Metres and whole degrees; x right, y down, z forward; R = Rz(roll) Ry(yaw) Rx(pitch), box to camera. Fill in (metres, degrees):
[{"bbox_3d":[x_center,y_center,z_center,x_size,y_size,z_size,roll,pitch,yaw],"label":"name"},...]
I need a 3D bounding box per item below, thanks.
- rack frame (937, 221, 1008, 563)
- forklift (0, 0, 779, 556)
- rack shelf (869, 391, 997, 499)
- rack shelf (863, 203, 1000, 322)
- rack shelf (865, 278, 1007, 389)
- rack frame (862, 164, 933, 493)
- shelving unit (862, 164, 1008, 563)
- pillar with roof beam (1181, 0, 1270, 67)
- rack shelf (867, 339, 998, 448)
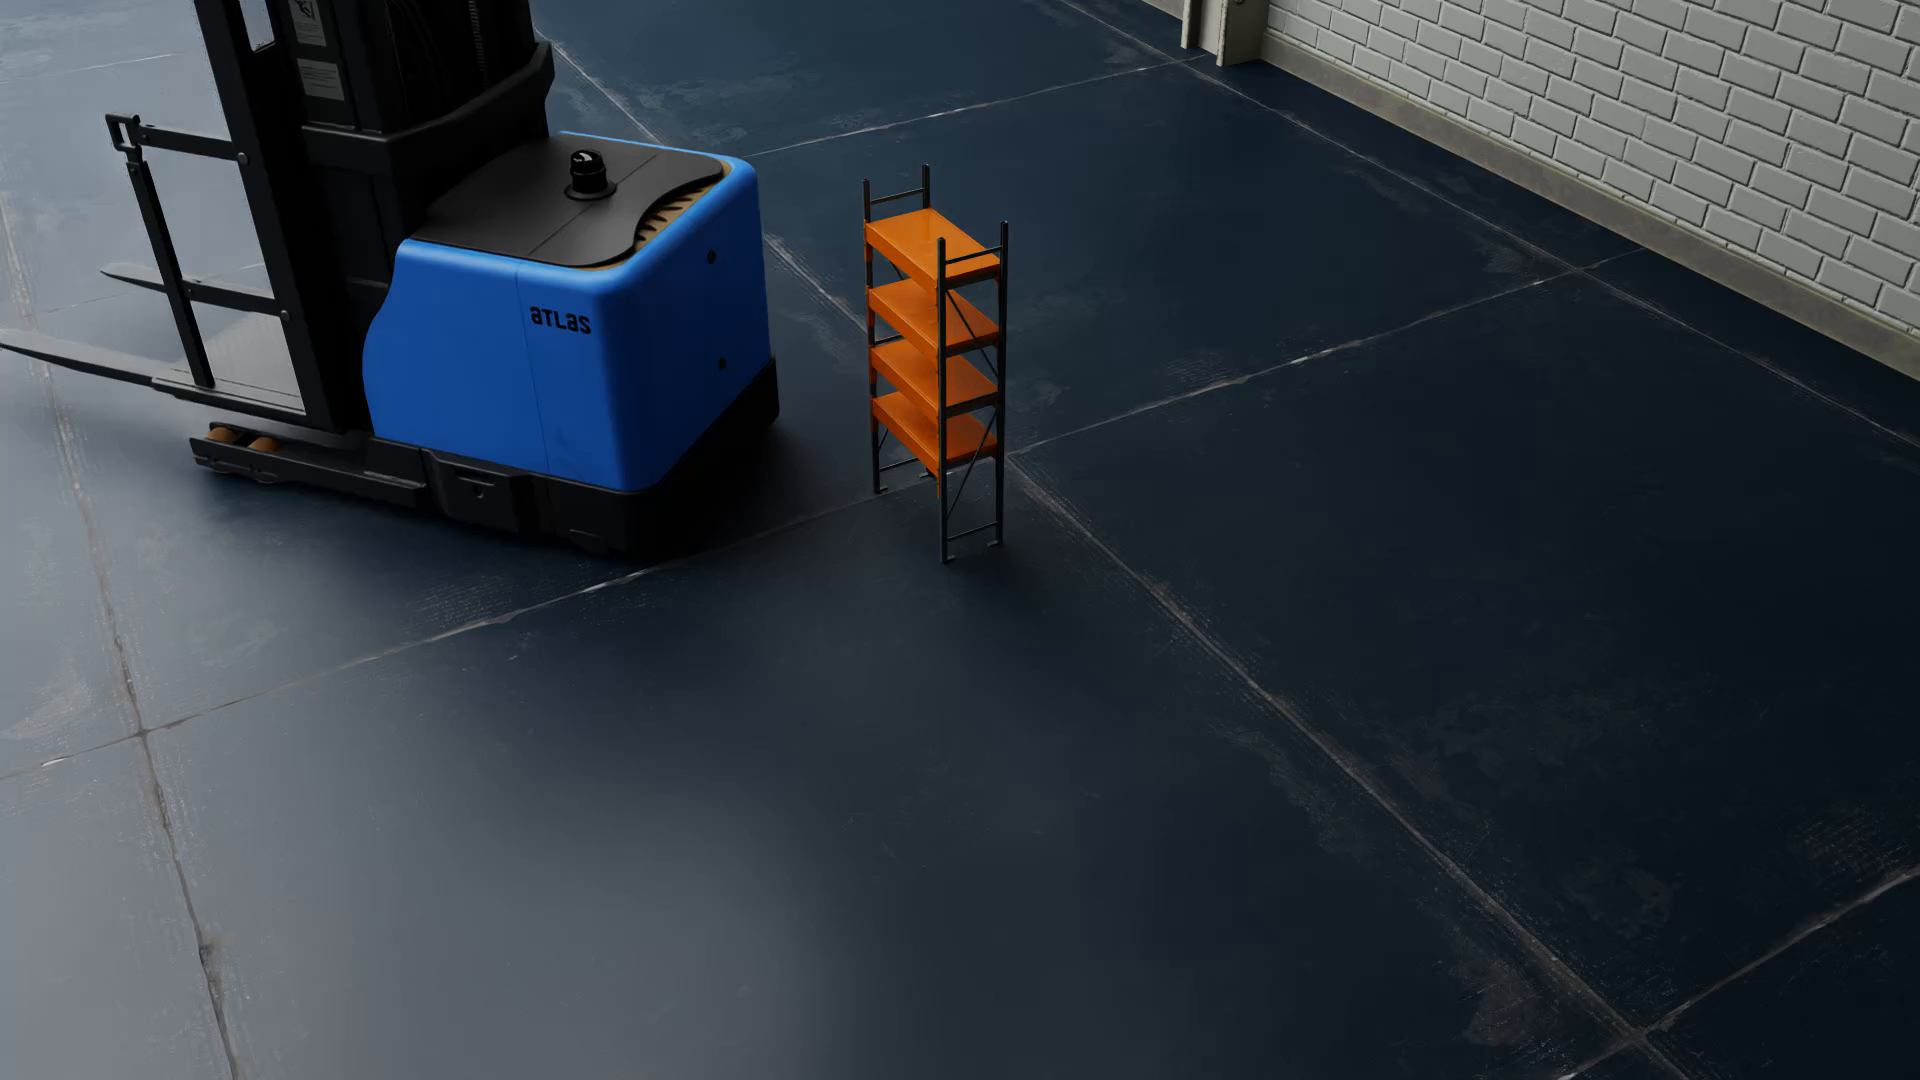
[{"bbox_3d":[0.039,-0.445,5.341,0.240,1.200,0.015,-19,40,-24],"label":"rack frame"},{"bbox_3d":[-2.255,-1.664,5.543,3.031,2.935,1.130,12,38,16],"label":"forklift"},{"bbox_3d":[-0.083,-0.354,5.668,0.258,0.148,0.480,-19,40,-24],"label":"rack shelf"},{"bbox_3d":[-0.083,-0.886,5.280,0.258,0.148,0.480,-19,40,-24],"label":"rack shelf"},{"bbox_3d":[-0.083,-0.695,5.419,0.258,0.148,0.480,-19,40,-24],"label":"rack shelf"},{"bbox_3d":[-0.206,-0.693,5.682,0.240,1.200,0.015,-19,40,-24],"label":"rack frame"},{"bbox_3d":[-0.083,-0.569,5.512,0.258,1.200,0.503,-19,40,-24],"label":"shelving unit"},{"bbox_3d":[-2.206,-5.185,5.219,9.100,9.000,0.400,-19,40,-24],"label":"pillar with roof beam"},{"bbox_3d":[-0.083,-0.515,5.551,0.258,0.148,0.480,-19,40,-24],"label":"rack shelf"}]
